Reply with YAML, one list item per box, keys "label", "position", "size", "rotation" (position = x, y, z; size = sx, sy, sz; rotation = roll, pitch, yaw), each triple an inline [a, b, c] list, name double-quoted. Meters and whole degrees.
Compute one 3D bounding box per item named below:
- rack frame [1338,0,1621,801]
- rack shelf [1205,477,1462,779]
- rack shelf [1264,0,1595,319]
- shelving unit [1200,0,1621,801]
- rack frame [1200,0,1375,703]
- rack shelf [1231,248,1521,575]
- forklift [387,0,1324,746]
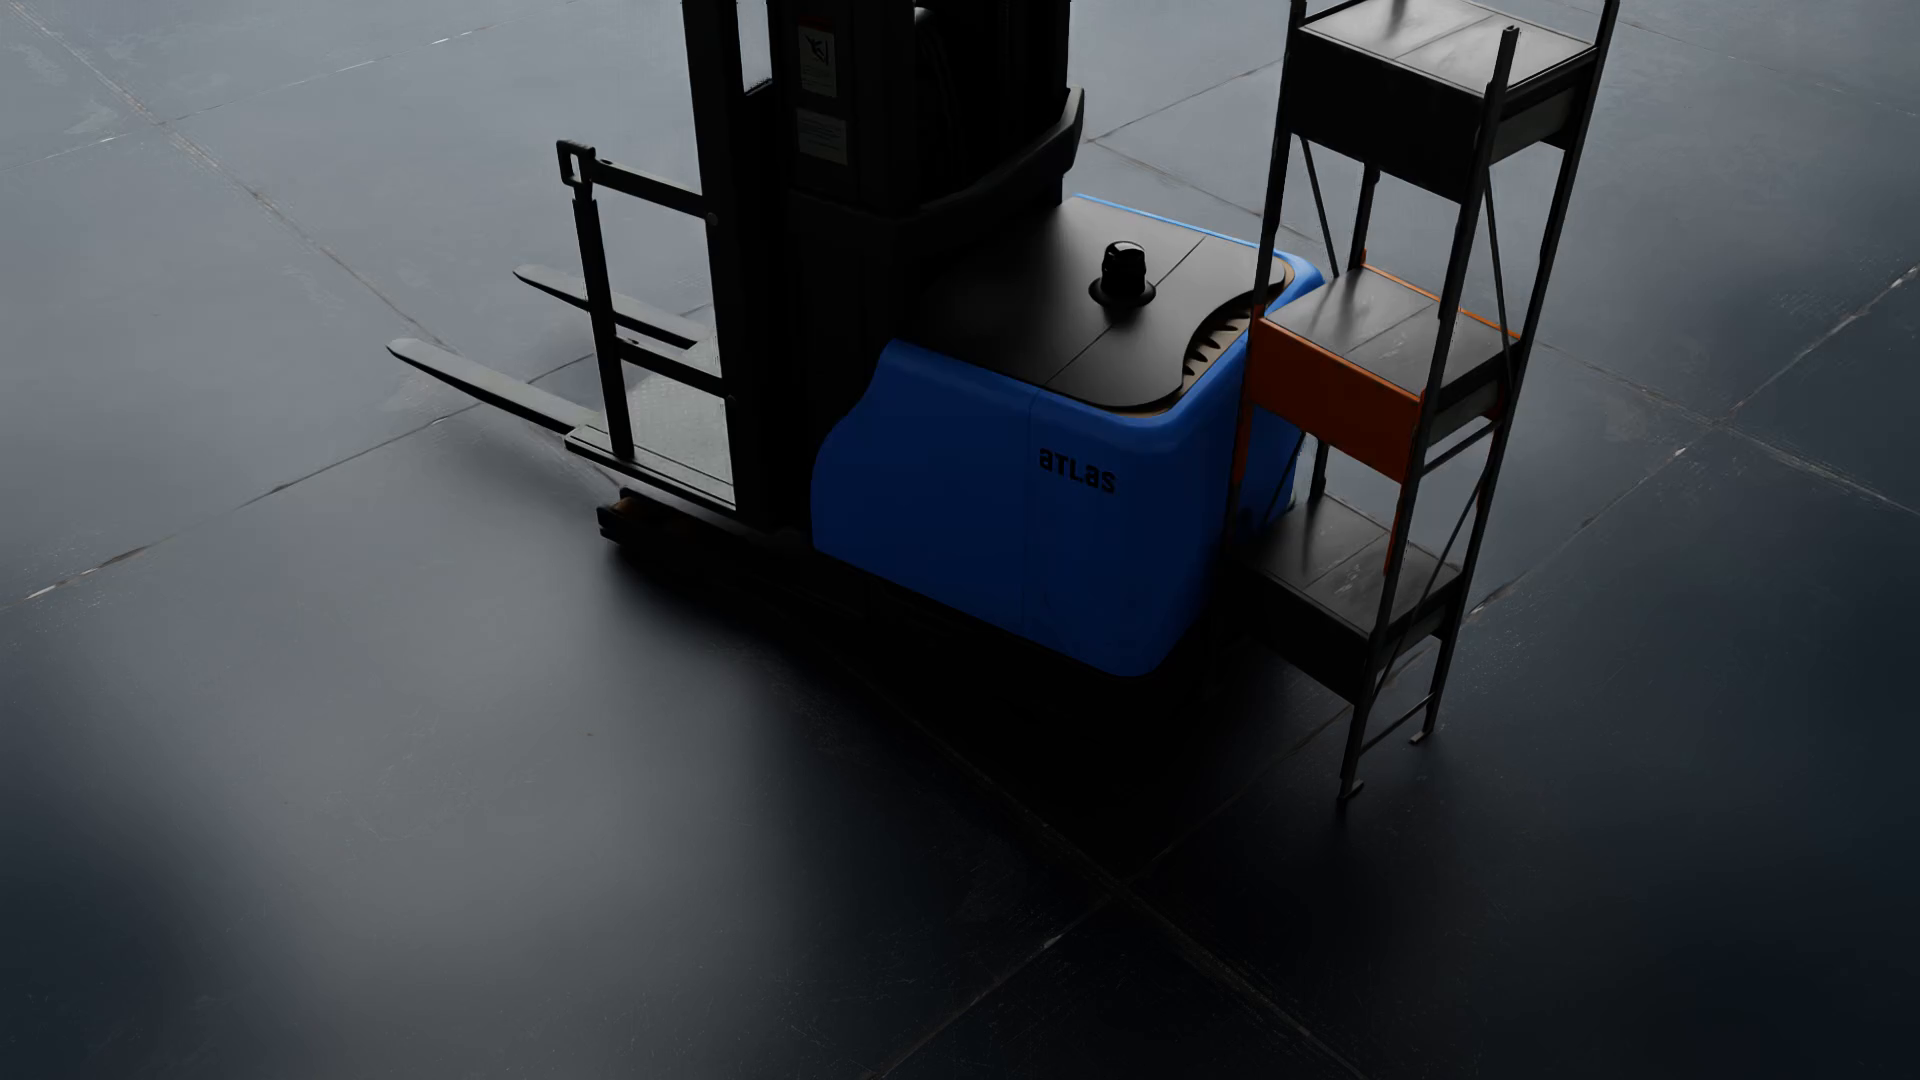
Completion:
- label: "rack frame"
  position: [1.158, -0.211, 3.840]
  size: [0.400, 2.100, 0.015]
  rotation: [-29, 47, -31]
- label: "rack shelf"
  position: [0.994, 0.227, 4.432]
  size: [0.431, 0.518, 0.480]
  rotation: [-29, 47, -31]
- label: "rack shelf"
  position: [0.997, -0.859, 3.549]
  size: [0.431, 0.518, 0.480]
  rotation: [-29, 47, -31]
- label: "shelving unit"
  position: [0.996, -0.327, 3.982]
  size: [0.431, 2.100, 0.503]
  rotation: [-29, 47, -31]
- label: "rack frame"
  position: [0.834, -0.442, 4.123]
  size: [0.400, 2.100, 0.015]
  rotation: [-29, 47, -31]
- label: "rack shelf"
  position: [0.996, -0.316, 3.990]
  size: [0.431, 0.518, 0.480]
  rotation: [-29, 47, -31]
- label: "forklift"
  position: [-0.522, -1.297, 4.524]
  size: [3.031, 2.935, 1.130]
  rotation: [22, 44, 25]
